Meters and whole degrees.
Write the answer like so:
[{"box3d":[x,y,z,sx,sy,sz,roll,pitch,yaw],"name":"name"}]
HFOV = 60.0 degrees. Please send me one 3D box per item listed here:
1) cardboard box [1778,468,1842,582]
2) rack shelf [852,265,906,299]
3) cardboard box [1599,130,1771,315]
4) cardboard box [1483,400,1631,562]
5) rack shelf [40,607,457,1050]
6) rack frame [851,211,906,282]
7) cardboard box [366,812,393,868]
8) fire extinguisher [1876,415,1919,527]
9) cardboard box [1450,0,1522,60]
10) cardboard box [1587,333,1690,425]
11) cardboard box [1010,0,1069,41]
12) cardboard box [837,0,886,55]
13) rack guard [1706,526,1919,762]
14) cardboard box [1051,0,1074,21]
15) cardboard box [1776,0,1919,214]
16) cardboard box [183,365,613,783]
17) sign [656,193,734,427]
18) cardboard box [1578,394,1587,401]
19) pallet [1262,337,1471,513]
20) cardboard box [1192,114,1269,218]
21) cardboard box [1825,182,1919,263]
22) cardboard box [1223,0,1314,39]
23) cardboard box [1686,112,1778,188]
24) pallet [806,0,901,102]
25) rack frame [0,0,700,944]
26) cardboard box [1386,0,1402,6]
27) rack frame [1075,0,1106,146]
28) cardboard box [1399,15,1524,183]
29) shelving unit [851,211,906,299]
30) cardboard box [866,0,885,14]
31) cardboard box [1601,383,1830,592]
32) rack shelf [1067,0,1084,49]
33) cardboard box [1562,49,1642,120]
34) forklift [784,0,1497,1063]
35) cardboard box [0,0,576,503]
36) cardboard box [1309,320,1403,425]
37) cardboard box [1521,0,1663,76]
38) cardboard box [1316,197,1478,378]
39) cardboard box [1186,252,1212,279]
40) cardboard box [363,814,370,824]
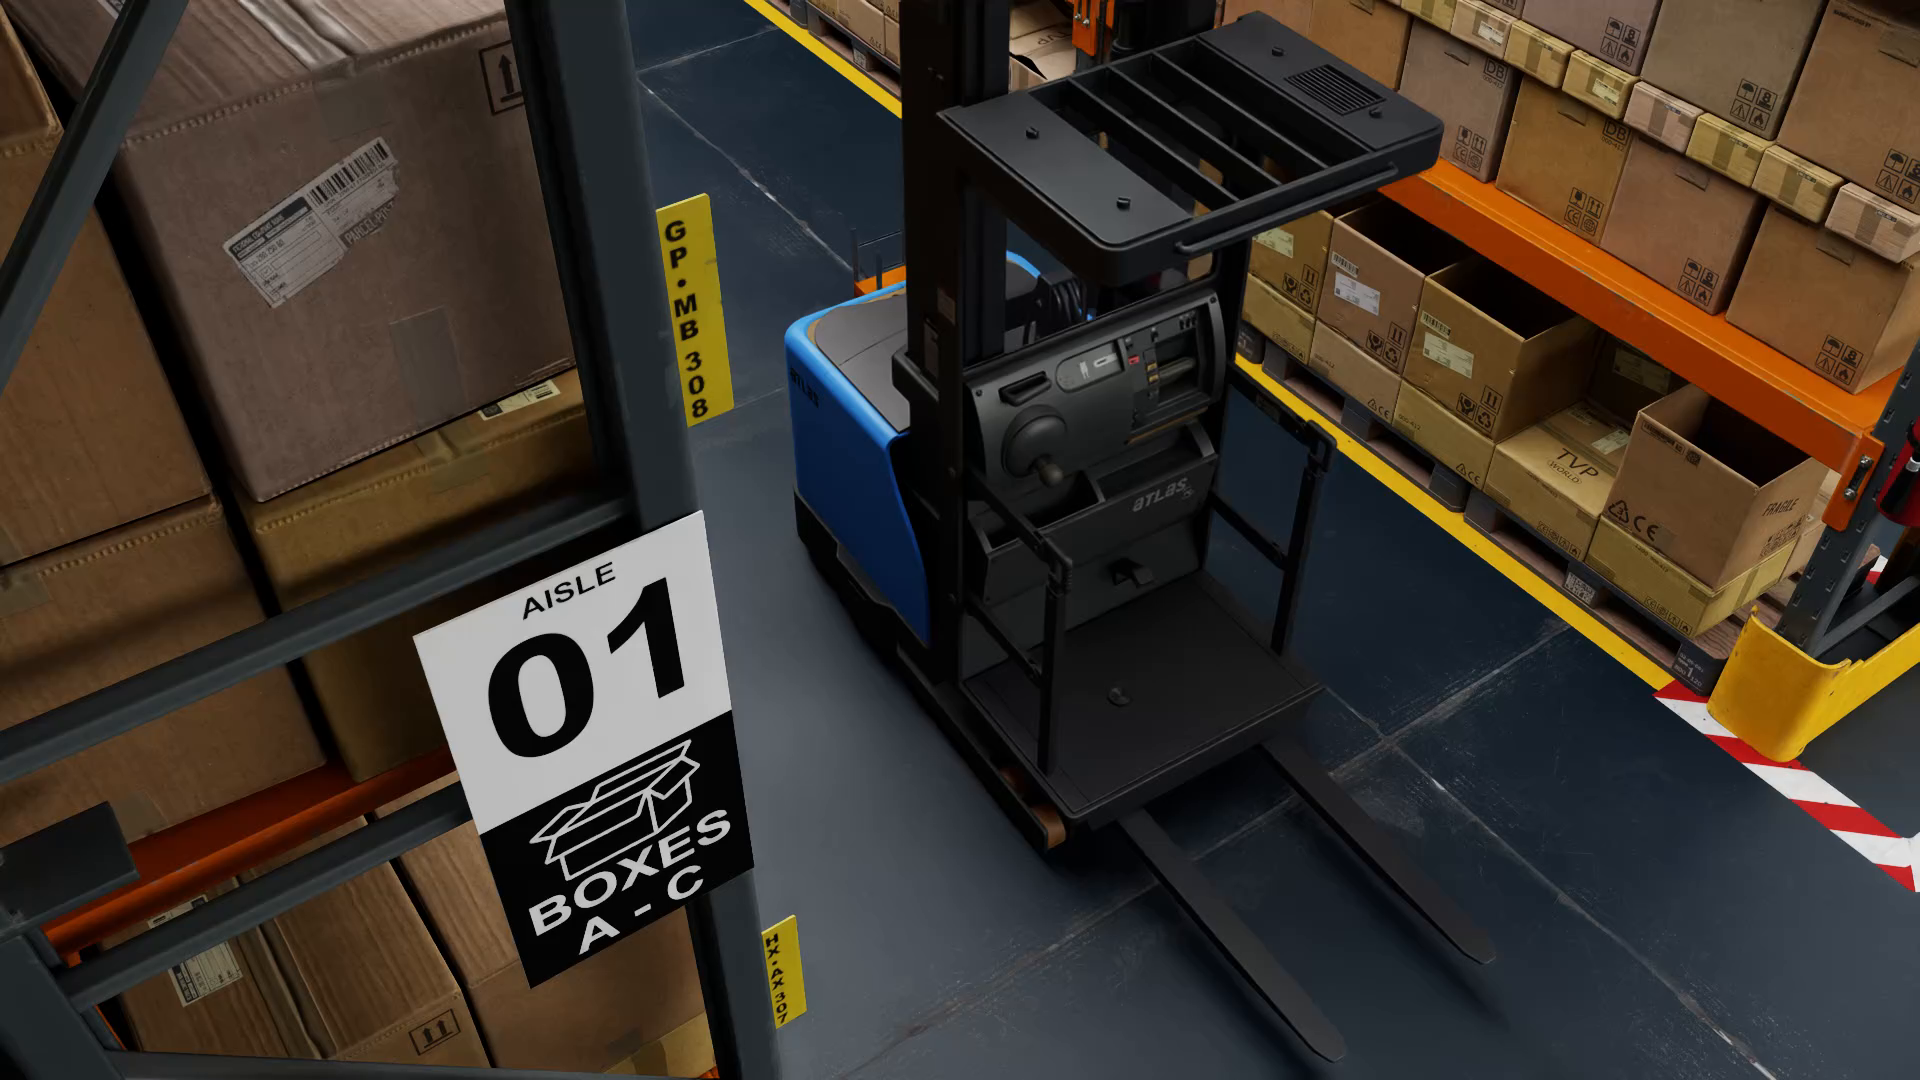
[{"box3d":[3.152,-0.165,6.438,0.500,0.250,0.500,-26,49,-24],"name":"cardboard box"},{"box3d":[-0.258,-0.949,6.418,0.258,0.103,0.180,-24,48,-23],"name":"rack shelf"},{"box3d":[2.716,-1.218,5.781,0.700,0.500,0.500,-24,49,-23],"name":"cardboard box"},{"box3d":[2.432,-0.239,6.515,0.500,0.250,0.500,-26,49,-24],"name":"cardboard box"},{"box3d":[-1.928,-0.615,3.571,1.077,0.370,4.000,-26,49,-24],"name":"rack shelf"},{"box3d":[-0.307,-0.774,6.692,0.240,1.200,0.006,-24,48,-23],"name":"rack frame"},{"box3d":[-1.085,0.445,3.662,0.500,0.500,0.500,-26,49,-24],"name":"cardboard box"},{"box3d":[2.963,-0.338,4.988,0.296,0.674,0.183,-26,49,-24],"name":"fire extinguisher"},{"box3d":[2.013,-1.906,6.032,0.380,0.149,0.250,-26,50,-25],"name":"cardboard box"},{"box3d":[2.865,-0.719,6.475,0.500,0.500,0.500,-26,49,-24],"name":"cardboard box"},{"box3d":[0.219,-2.650,8.635,0.500,0.311,0.500,-24,49,-23],"name":"cardboard box"},{"box3d":[-0.358,-3.025,9.434,0.500,0.250,0.500,-25,49,-24],"name":"cardboard box"},{"box3d":[3.290,0.301,6.072,1.175,0.500,0.348,-26,49,-24],"name":"rack guard"},{"box3d":[0.674,-2.860,8.855,0.500,0.311,0.500,-26,50,-25],"name":"cardboard box"},{"box3d":[2.990,-1.421,5.055,0.700,0.500,0.500,-26,49,-24],"name":"cardboard box"},{"box3d":[-0.770,-0.074,2.396,0.500,0.500,0.500,-24,49,-23],"name":"cardboard box"},{"box3d":[-0.339,-0.273,2.058,0.100,0.325,0.005,-26,49,-24],"name":"sign"},{"box3d":[2.578,-0.730,7.030,0.500,0.250,0.500,-26,49,-24],"name":"cardboard box"},{"box3d":[2.111,-0.715,7.346,1.003,0.211,1.213,-26,49,-24],"name":"pallet"},{"box3d":[1.289,-1.644,7.444,0.500,0.500,0.500,-26,49,-24],"name":"cardboard box"},{"box3d":[2.902,-1.028,5.113,0.380,0.149,0.250,-27,50,-25],"name":"cardboard box"},{"box3d":[1.554,-2.373,6.991,0.700,0.500,0.500,-26,50,-25],"name":"cardboard box"},{"box3d":[2.605,-1.321,5.419,0.380,0.149,0.250,-26,50,-25],"name":"cardboard box"},{"box3d":[-0.167,-2.967,9.705,1.003,0.211,1.213,-26,49,-24],"name":"pallet"},{"box3d":[-0.784,-0.827,1.100,1.000,3.000,0.127,-26,49,-24],"name":"rack frame"},{"box3d":[1.724,-2.196,6.336,0.380,0.149,0.250,-27,50,-26],"name":"cardboard box"},{"box3d":[0.988,-2.882,7.597,1.000,3.000,0.127,-26,49,-24],"name":"rack frame"},{"box3d":[2.132,-1.798,6.388,0.700,0.500,0.500,-24,49,-23],"name":"cardboard box"},{"box3d":[-0.258,-0.721,6.636,0.258,1.200,0.189,-24,48,-23],"name":"shelving unit"},{"box3d":[-0.349,-3.220,9.232,0.500,0.311,0.500,-26,50,-25],"name":"cardboard box"},{"box3d":[2.726,-0.231,5.964,0.500,0.500,0.500,-26,49,-24],"name":"cardboard box"},{"box3d":[-0.156,-3.754,9.031,1.077,0.370,4.000,-26,49,-24],"name":"rack shelf"},{"box3d":[2.312,-1.613,5.725,0.380,0.149,0.250,-24,49,-23],"name":"cardboard box"},{"box3d":[0.557,-0.385,5.031,1.130,2.935,3.031,-24,48,-23],"name":"forklift"},{"box3d":[-0.806,-0.462,2.078,0.500,0.500,0.500,-29,51,-27],"name":"cardboard box"},{"box3d":[1.860,-0.806,7.109,0.500,0.250,0.500,-26,49,-24],"name":"cardboard box"},{"box3d":[2.395,-2.002,5.663,0.700,0.500,0.500,-26,49,-24],"name":"cardboard box"},{"box3d":[1.857,-1.075,6.848,0.500,0.500,0.500,-26,49,-24],"name":"cardboard box"},{"box3d":[1.287,-1.372,7.702,0.500,0.250,0.500,-26,49,-24],"name":"cardboard box"},{"box3d":[-1.508,0.646,3.452,0.500,0.500,0.500,-25,49,-24],"name":"cardboard box"}]
